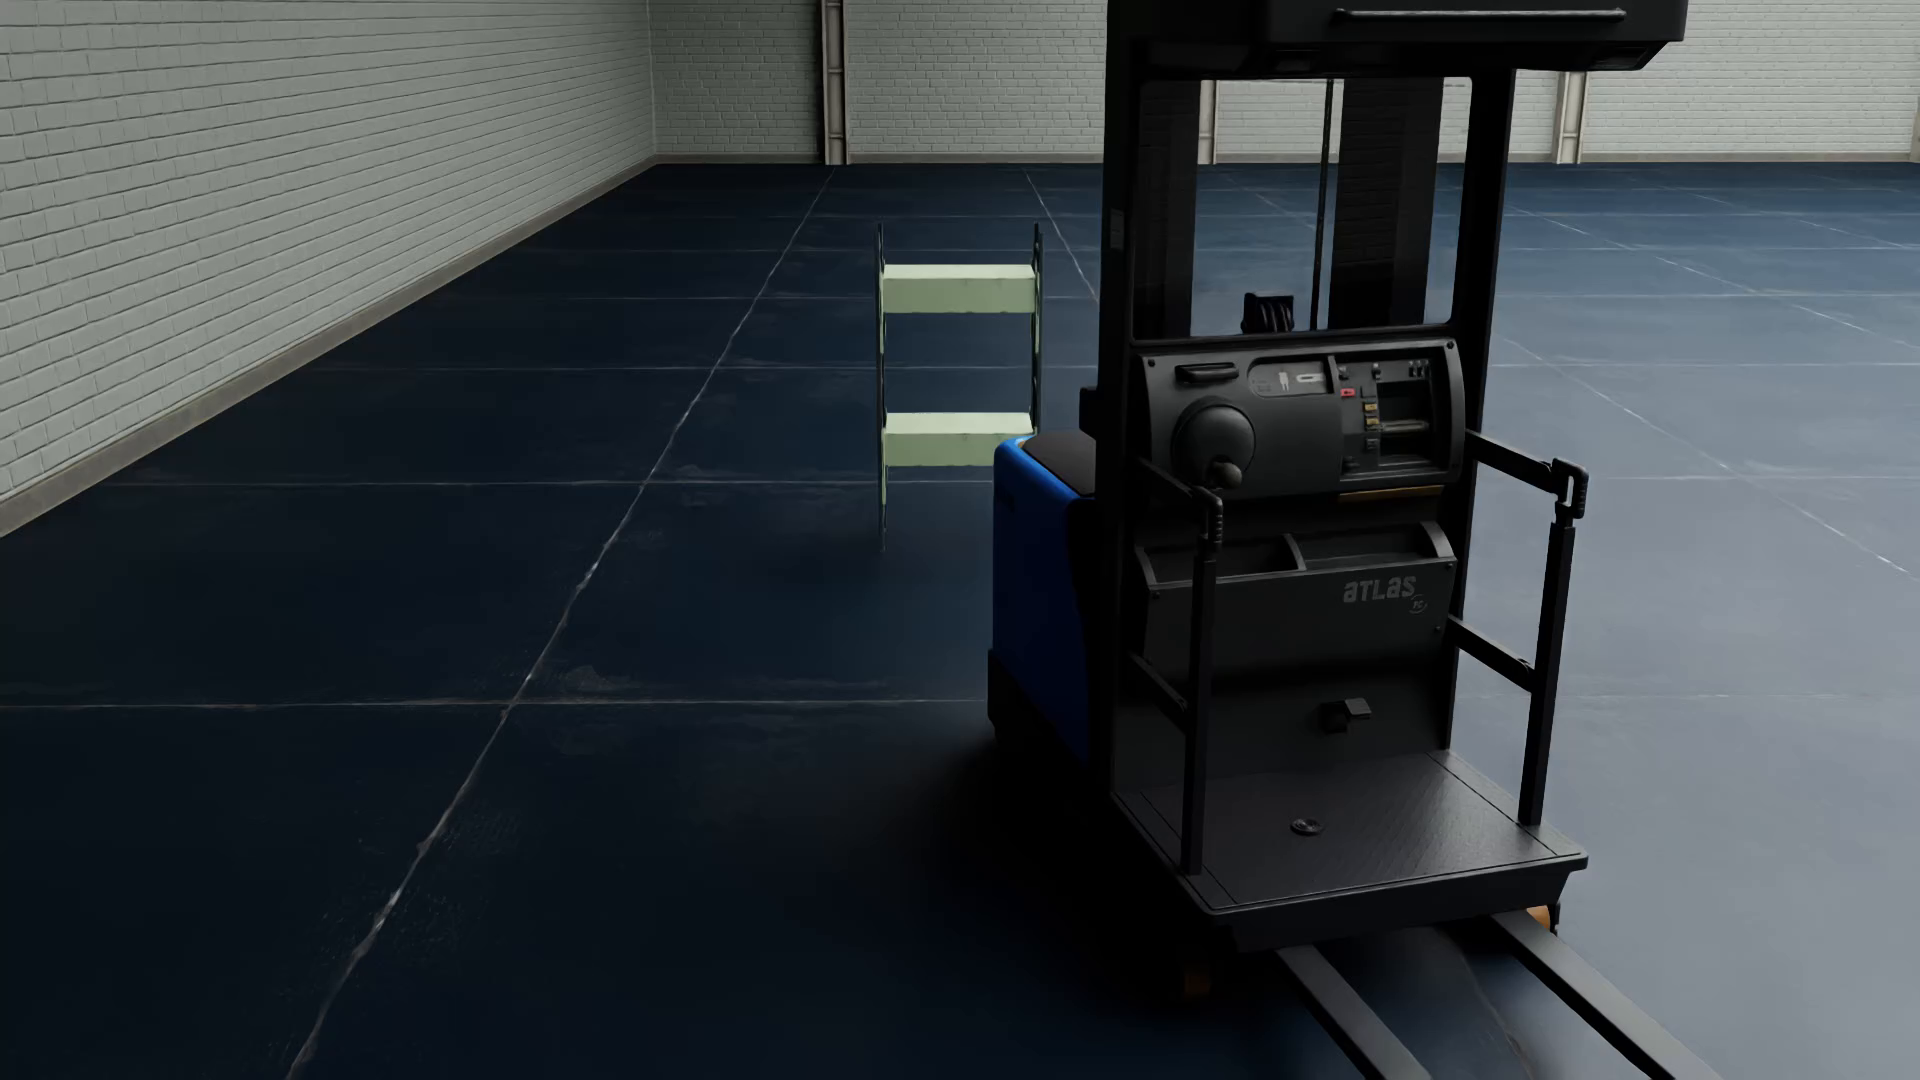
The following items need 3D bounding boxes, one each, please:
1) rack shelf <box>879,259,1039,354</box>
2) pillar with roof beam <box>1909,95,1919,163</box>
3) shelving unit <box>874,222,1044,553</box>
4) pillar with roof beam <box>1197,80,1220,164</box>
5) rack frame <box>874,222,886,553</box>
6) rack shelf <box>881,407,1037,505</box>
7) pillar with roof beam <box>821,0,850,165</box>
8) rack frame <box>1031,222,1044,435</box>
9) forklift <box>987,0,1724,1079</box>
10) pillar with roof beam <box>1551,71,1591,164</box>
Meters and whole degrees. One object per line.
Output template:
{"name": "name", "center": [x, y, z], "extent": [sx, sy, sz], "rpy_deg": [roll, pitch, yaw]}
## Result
{"name": "rack shelf", "center": [-0.007, -1.086, 7.699], "extent": [0.720, 0.370, 0.431], "rpy_deg": [0, 18, -1]}
{"name": "pillar with roof beam", "center": [16.060, -9.228, 22.081], "extent": [0.400, 9.000, 9.100], "rpy_deg": [0, 18, -1]}
{"name": "shelving unit", "center": [-0.007, -0.714, 7.818], "extent": [0.755, 1.500, 0.431], "rpy_deg": [0, 18, -1]}
{"name": "pillar with roof beam", "center": [4.062, -9.170, 21.901], "extent": [0.400, 9.000, 9.100], "rpy_deg": [0, 18, -1]}
{"name": "rack frame", "center": [-0.373, -0.712, 7.813], "extent": [0.023, 1.500, 0.400], "rpy_deg": [0, 18, -1]}
{"name": "rack shelf", "center": [-0.007, -0.404, 7.918], "extent": [0.720, 0.370, 0.431], "rpy_deg": [0, 18, -1]}
{"name": "pillar with roof beam", "center": [-1.938, -9.141, 21.810], "extent": [0.400, 9.000, 9.100], "rpy_deg": [0, 18, -1]}
{"name": "rack frame", "center": [0.359, -0.716, 7.824], "extent": [0.023, 1.500, 0.400], "rpy_deg": [0, 18, -1]}
{"name": "forklift", "center": [0.990, -0.329, 4.274], "extent": [1.130, 2.935, 3.031], "rpy_deg": [-5, 18, -15]}
{"name": "pillar with roof beam", "center": [10.061, -9.199, 21.991], "extent": [0.400, 9.000, 9.100], "rpy_deg": [0, 18, -1]}
